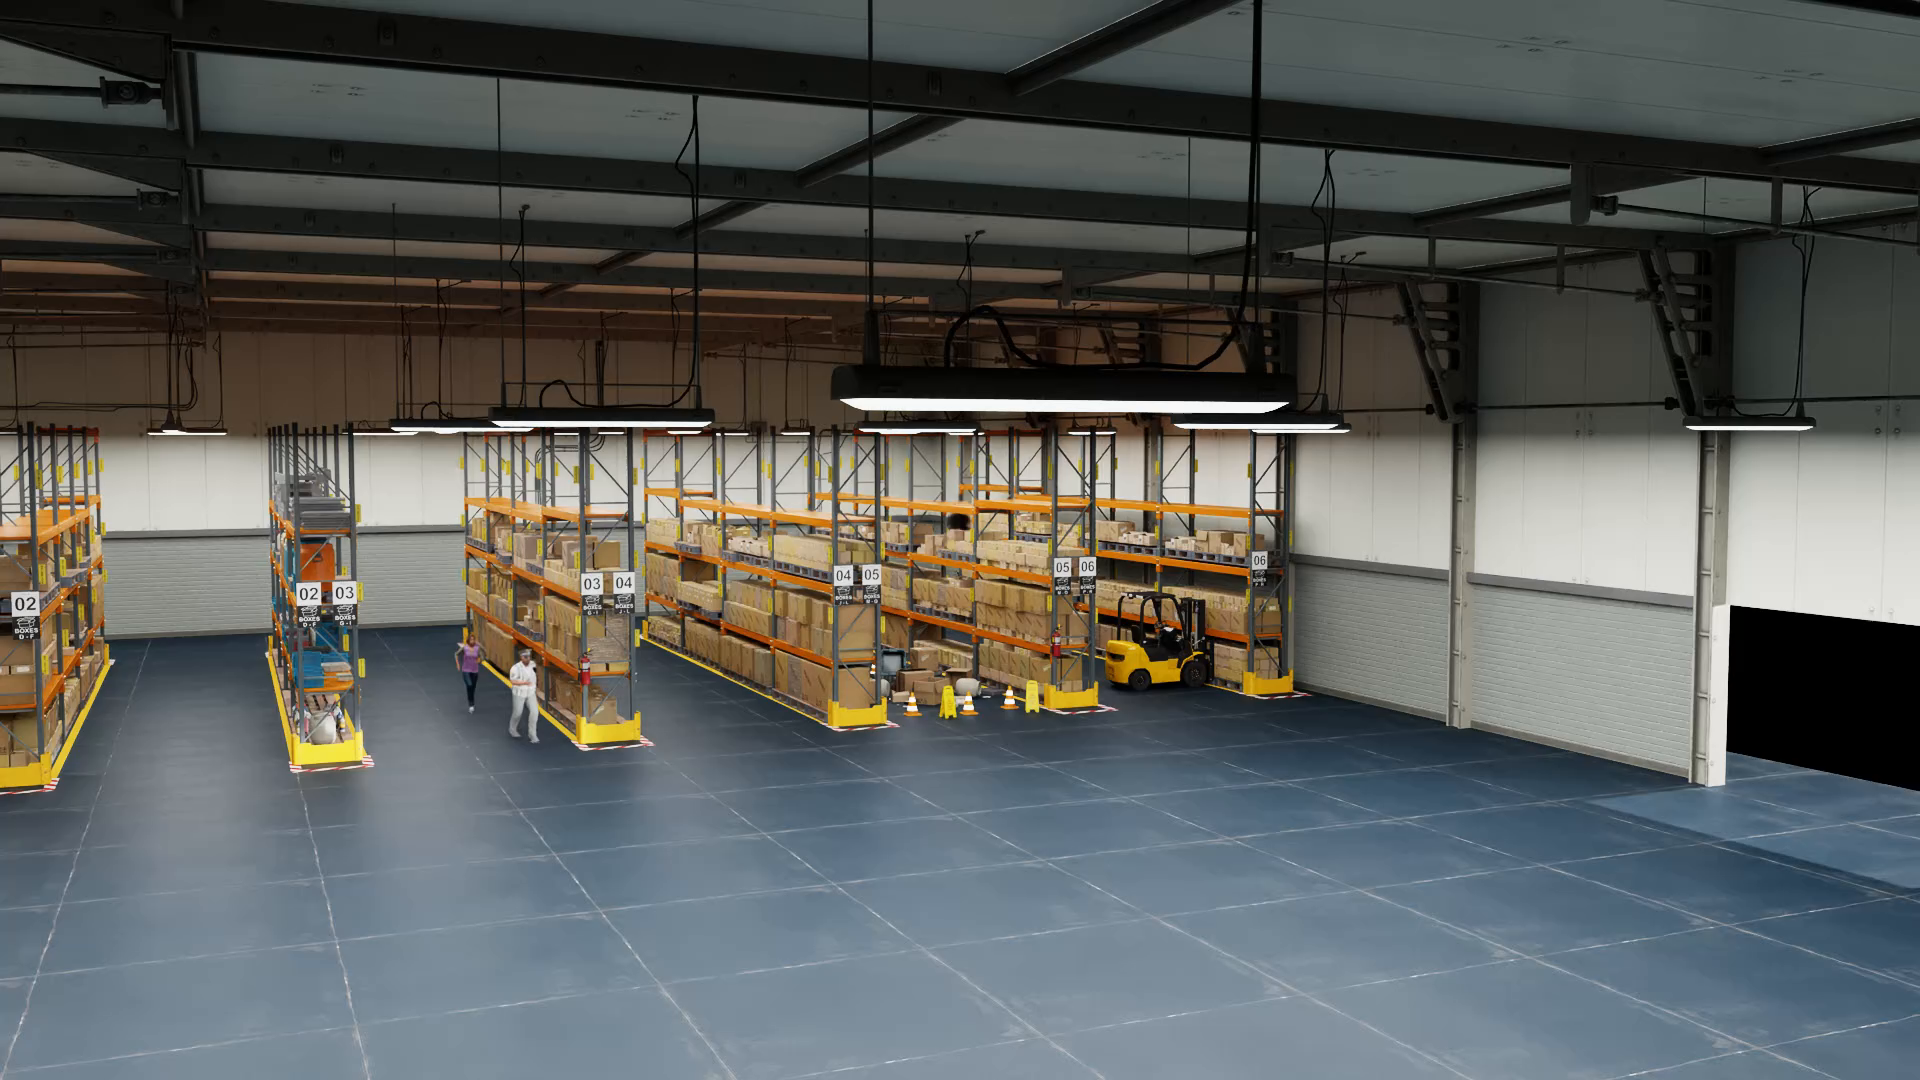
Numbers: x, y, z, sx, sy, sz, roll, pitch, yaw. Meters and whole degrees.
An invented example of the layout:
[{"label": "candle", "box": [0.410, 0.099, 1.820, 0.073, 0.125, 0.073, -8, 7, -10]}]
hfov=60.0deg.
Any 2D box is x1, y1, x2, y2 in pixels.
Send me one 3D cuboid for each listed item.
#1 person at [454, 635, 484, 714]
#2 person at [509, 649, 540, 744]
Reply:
[{"label": "person", "box": [-10.308, 2.785, 34.949, 0.571, 1.621, 0.869, -2, 4, -29]}, {"label": "person", "box": [-8.259, 2.929, 31.424, 0.572, 1.783, 0.940, -2, 4, -35]}]
